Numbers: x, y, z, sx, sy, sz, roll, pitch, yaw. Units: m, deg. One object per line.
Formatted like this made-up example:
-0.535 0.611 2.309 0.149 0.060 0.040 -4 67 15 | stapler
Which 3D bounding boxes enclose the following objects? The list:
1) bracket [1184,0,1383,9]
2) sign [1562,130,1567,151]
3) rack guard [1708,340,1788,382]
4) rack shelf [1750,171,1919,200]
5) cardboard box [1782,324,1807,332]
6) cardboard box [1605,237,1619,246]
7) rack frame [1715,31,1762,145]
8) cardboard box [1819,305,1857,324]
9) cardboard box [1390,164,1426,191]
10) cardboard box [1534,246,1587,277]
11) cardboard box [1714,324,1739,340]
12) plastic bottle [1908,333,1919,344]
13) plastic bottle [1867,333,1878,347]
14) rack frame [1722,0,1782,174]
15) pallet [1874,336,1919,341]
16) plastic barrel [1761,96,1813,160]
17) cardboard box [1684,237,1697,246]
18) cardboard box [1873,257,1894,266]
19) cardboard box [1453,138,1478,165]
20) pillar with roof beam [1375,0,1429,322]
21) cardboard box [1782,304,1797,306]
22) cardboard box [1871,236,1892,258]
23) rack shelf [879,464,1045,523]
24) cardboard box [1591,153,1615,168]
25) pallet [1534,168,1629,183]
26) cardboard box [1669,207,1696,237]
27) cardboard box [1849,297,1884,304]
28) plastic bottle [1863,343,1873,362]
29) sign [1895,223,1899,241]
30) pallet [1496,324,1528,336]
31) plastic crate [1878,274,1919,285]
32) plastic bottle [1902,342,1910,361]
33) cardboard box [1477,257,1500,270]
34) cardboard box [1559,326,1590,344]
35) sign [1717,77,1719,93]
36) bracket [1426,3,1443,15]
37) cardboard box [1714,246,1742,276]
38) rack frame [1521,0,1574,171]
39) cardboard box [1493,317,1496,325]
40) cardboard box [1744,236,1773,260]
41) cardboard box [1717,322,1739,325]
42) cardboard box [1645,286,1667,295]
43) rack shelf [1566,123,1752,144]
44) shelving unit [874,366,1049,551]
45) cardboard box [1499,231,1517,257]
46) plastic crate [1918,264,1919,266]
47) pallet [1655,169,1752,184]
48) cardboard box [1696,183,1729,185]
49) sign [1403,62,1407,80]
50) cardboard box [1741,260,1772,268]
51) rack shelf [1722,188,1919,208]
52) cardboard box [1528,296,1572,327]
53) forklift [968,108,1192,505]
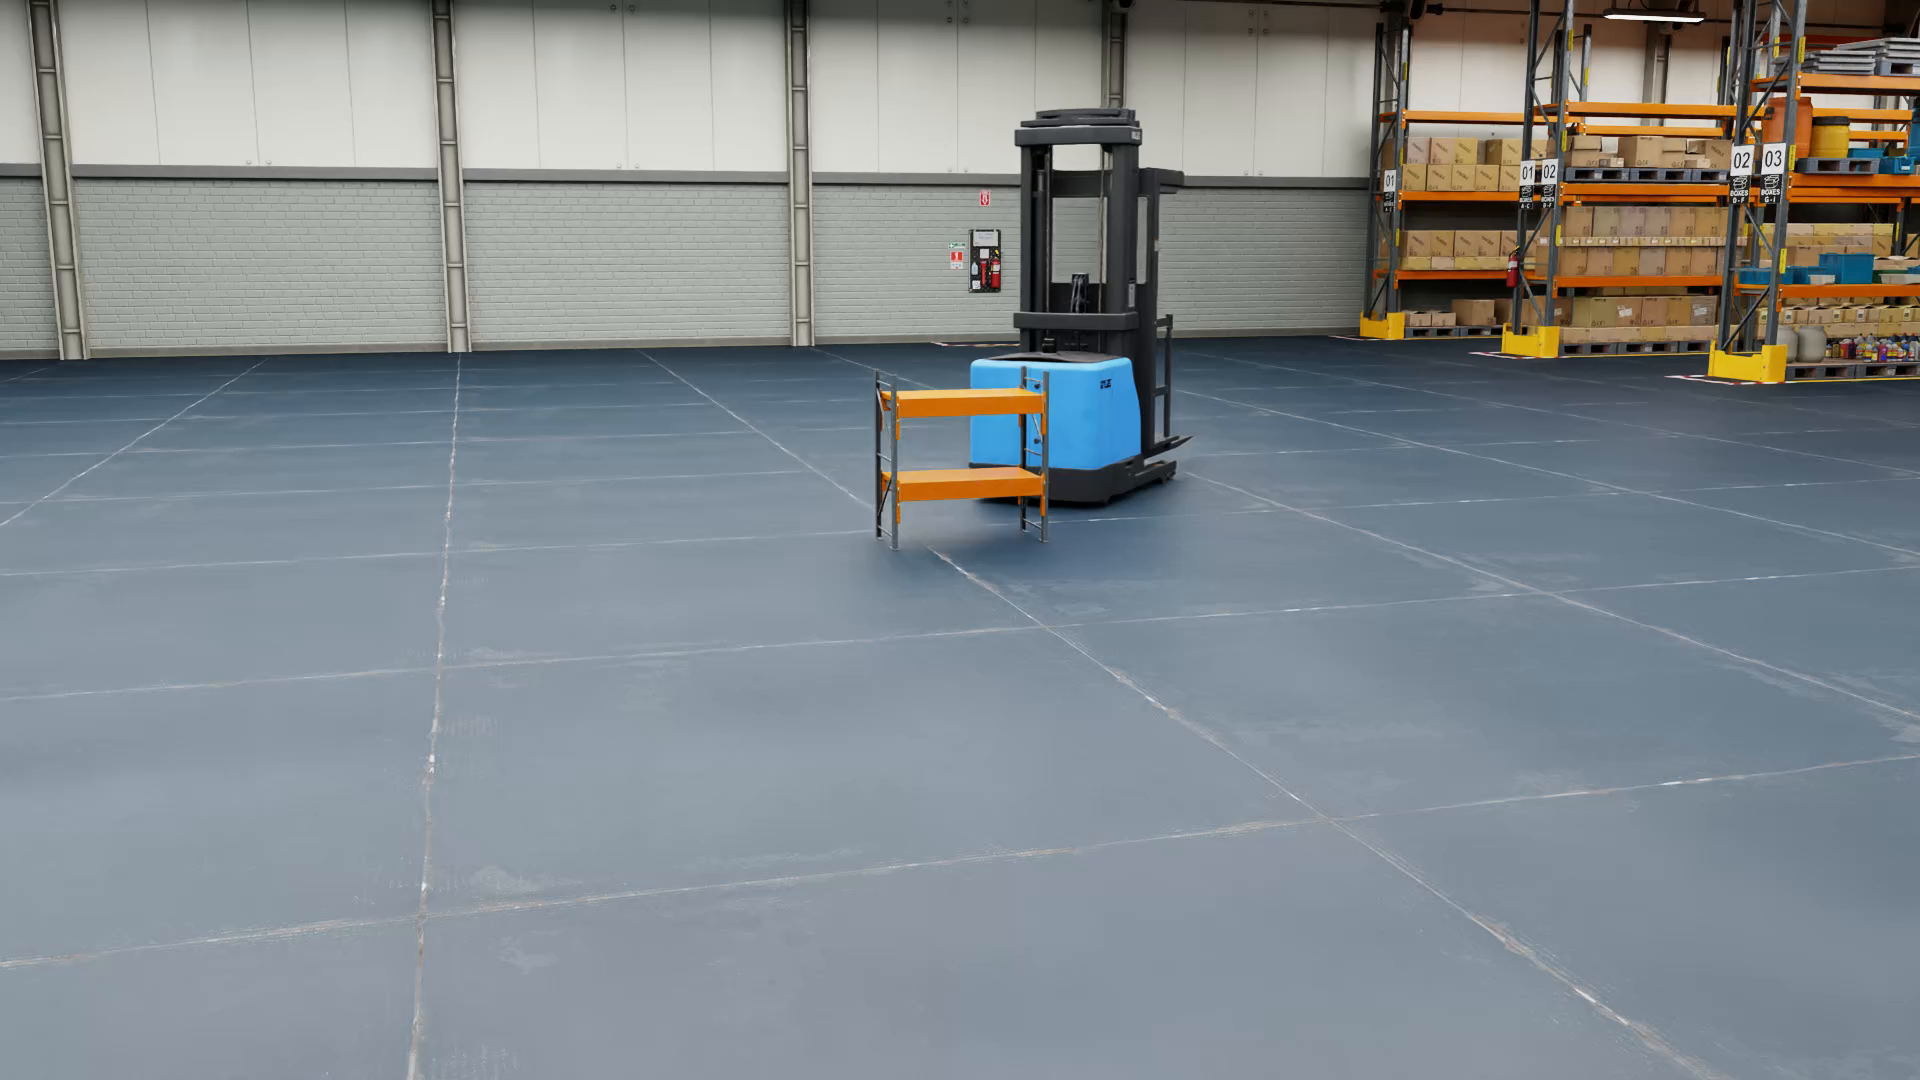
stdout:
5.854 -10.148 31.372 4.783 0.066 0.076 -3 11 -16 | bracket
9.750 -6.441 26.833 0.005 0.325 0.100 -3 11 -16 | sign
11.041 -2.516 23.330 0.348 0.500 1.175 -3 11 -16 | rack guard
12.902 -4.956 23.382 4.000 0.370 1.077 -3 11 -16 | rack shelf
14.389 -3.654 29.044 0.500 0.250 0.500 -3 11 -15 | cardboard box
10.773 -4.983 27.763 0.250 0.149 0.380 -3 11 -17 | cardboard box
15.894 -8.810 34.050 0.127 3.000 1.000 -3 11 -16 | rack frame
15.383 -3.982 29.279 0.500 0.311 0.500 -3 11 -14 | cardboard box
8.604 -6.963 31.967 0.500 0.500 0.500 -3 11 -14 | cardboard box
10.053 -4.665 27.824 0.500 0.500 0.700 -3 11 -16 | cardboard box
13.057 -3.589 28.694 0.500 0.250 0.500 -3 11 -16 | cardboard box
13.972 -2.855 24.372 0.185 0.351 0.144 -3 11 -16 | plastic bottle
13.342 -2.849 24.339 0.185 0.351 0.144 -3 11 -16 | plastic bottle
13.441 -7.747 28.273 0.127 3.000 1.000 -3 11 -16 | rack frame
16.481 -3.593 29.979 1.213 0.211 1.003 -3 11 -16 | pallet
11.413 -5.673 22.944 0.708 0.830 0.600 -3 11 -16 | plastic barrel
12.263 -5.063 28.194 0.250 0.149 0.380 -3 11 -16 | cardboard box
16.369 -4.944 29.861 0.500 0.311 0.500 -3 11 -17 | cardboard box
9.635 -7.503 32.139 0.500 0.500 0.500 -3 11 -14 | cardboard box
9.846 -7.843 28.795 0.548 9.000 9.100 -3 11 -16 | pillar with roof beam
14.728 -4.049 29.643 0.500 0.311 0.500 -3 11 -16 | cardboard box
19.362 -6.201 35.290 0.500 0.500 0.500 -3 11 -17 | cardboard box
0.006 -0.313 10.991 1.000 0.278 0.538 -3 11 -16 | rack shelf
10.633 -6.375 27.974 0.500 0.250 0.500 -3 11 -16 | cardboard box
10.287 -6.057 27.623 1.213 0.211 1.003 -3 11 -16 | pallet
12.051 -5.409 28.285 0.500 0.500 0.700 -3 11 -16 | cardboard box
19.147 -5.156 35.548 0.750 0.750 0.750 -3 11 -15 | cardboard box
12.810 -2.645 23.450 0.097 0.271 0.097 0 10 0 | plastic bottle
17.121 -5.623 30.328 0.005 0.325 0.100 -3 11 -16 | sign
11.418 -4.246 33.528 1.213 0.211 1.003 -3 11 -16 | pallet
13.334 -3.679 23.477 0.437 0.136 0.530 -3 11 -16 | plastic crate
13.429 -2.678 23.627 0.097 0.271 0.097 0 10 0 | plastic bottle
10.241 -5.439 32.667 0.500 0.250 0.500 -3 11 -15 | cardboard box
10.178 -3.437 27.865 0.500 0.250 0.500 -3 11 -16 | cardboard box
15.735 -9.444 34.474 0.005 0.325 0.100 -3 11 -16 | sign
9.141 -10.321 32.313 0.430 0.232 0.235 -3 11 -16 | bracket
13.017 -4.822 28.680 0.500 0.500 0.700 -3 11 -17 | cardboard box
9.601 -7.545 27.174 0.127 3.000 1.000 -3 11 -16 | rack frame
10.512 -4.394 33.291 0.250 0.149 0.380 -4 11 -21 | cardboard box
16.432 -6.045 34.447 0.500 0.500 0.500 -3 11 -14 | cardboard box
13.758 -3.722 29.415 0.500 0.250 0.500 -3 11 -16 | cardboard box
14.160 -5.125 34.221 0.500 0.250 0.500 -3 11 -16 | cardboard box
13.973 -8.159 33.601 4.000 0.370 1.077 -3 11 -16 | rack shelf
0.006 -0.554 10.947 1.048 1.125 0.538 -3 11 -16 | shelving unit
10.722 -5.835 32.744 0.500 0.500 0.500 -3 11 -18 | cardboard box
14.284 -3.900 24.120 0.504 0.338 0.767 -3 11 -16 | plastic crate
12.630 -6.181 28.294 1.213 0.211 1.003 -3 11 -16 | pallet
15.278 -7.218 33.875 0.500 0.311 0.500 -3 11 -16 | cardboard box
8.364 -8.810 31.246 0.005 0.325 0.100 -3 11 -16 | sign
13.902 -4.755 29.007 0.500 0.250 0.500 -2 11 -12 | cardboard box
15.362 -6.019 29.160 4.000 0.370 1.077 -3 11 -16 | rack shelf
10.032 -3.896 28.289 0.500 0.500 0.500 -3 11 -16 | cardboard box
1.138 -1.929 13.428 1.130 2.935 3.031 5 11 24 | forklift
